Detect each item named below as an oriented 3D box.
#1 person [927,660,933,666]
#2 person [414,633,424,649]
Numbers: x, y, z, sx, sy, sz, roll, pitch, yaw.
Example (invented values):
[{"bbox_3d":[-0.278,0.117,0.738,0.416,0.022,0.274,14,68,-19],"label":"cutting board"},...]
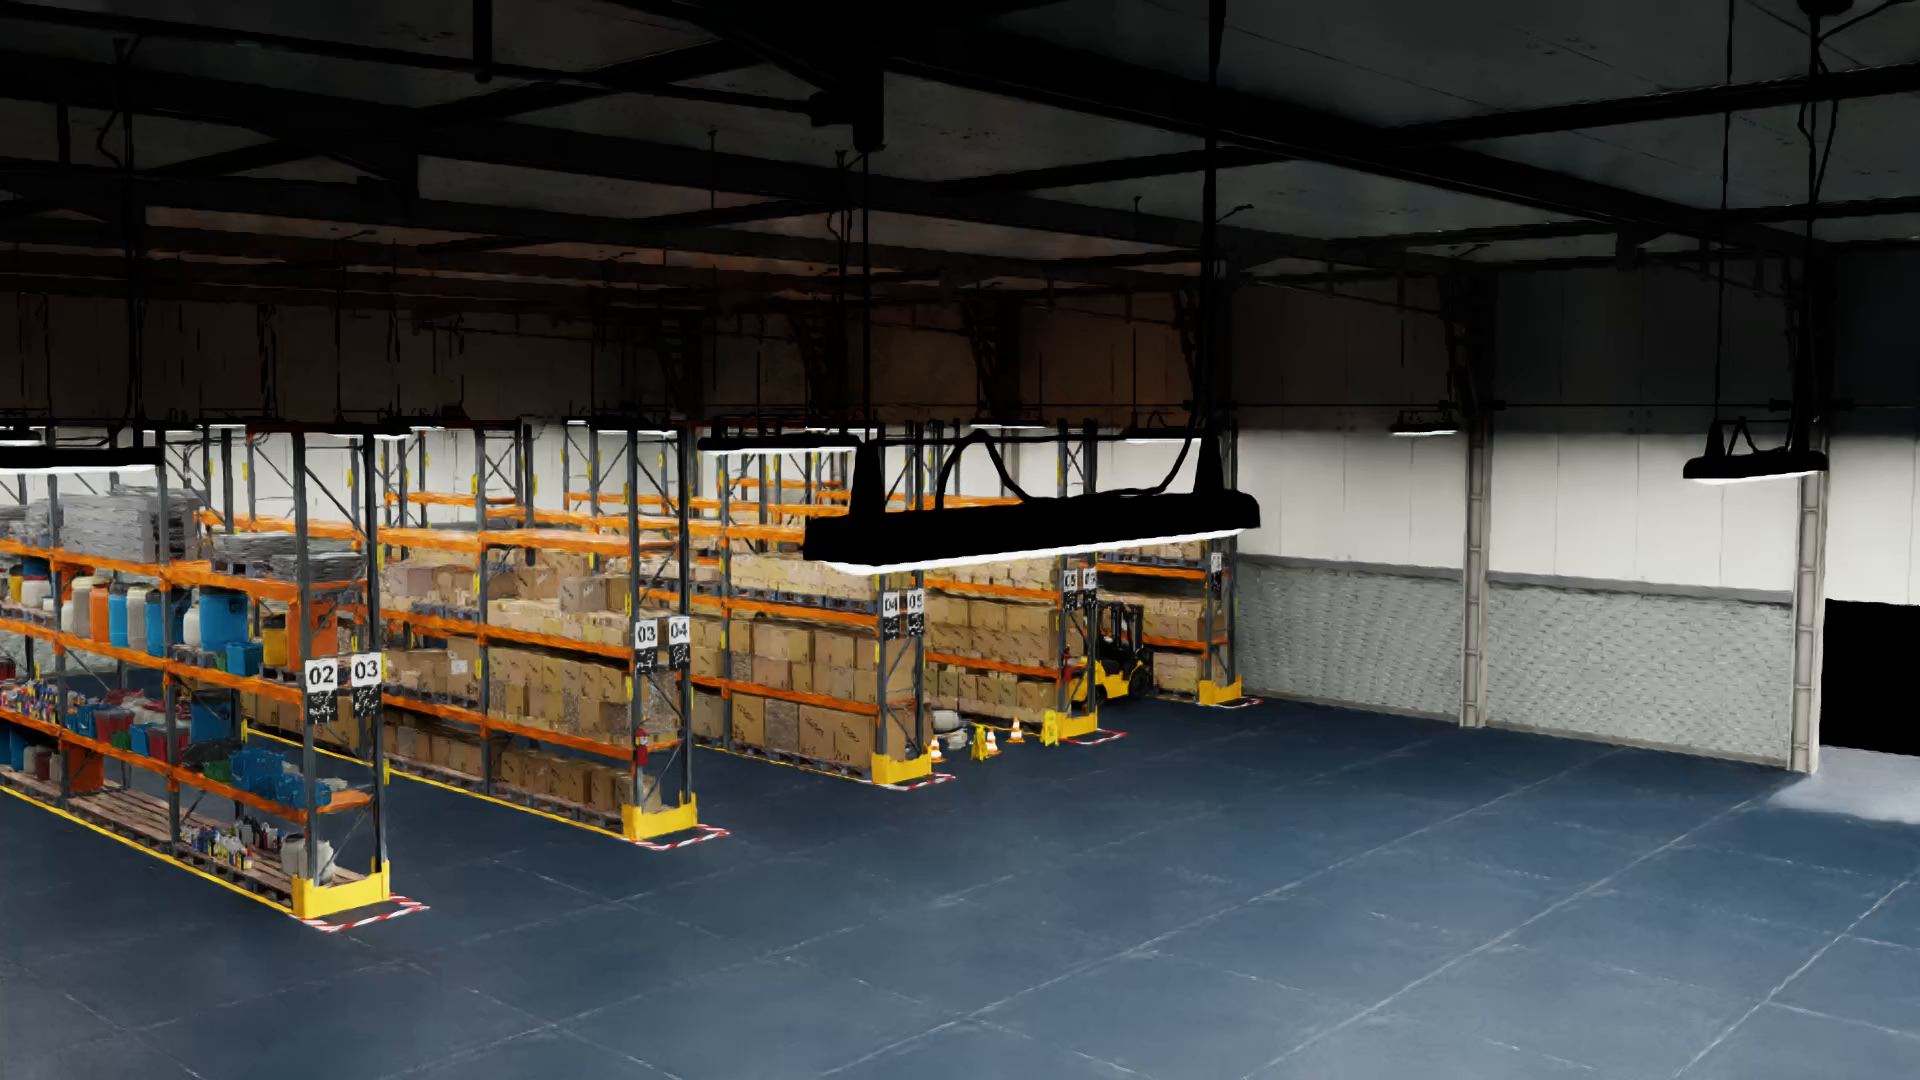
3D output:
[{"bbox_3d":[-0.595,2.297,38.998,0.580,1.666,0.572,-2,5,-24],"label":"person"},{"bbox_3d":[-13.219,2.180,40.562,0.623,1.659,0.420,1,5,10],"label":"person"}]
